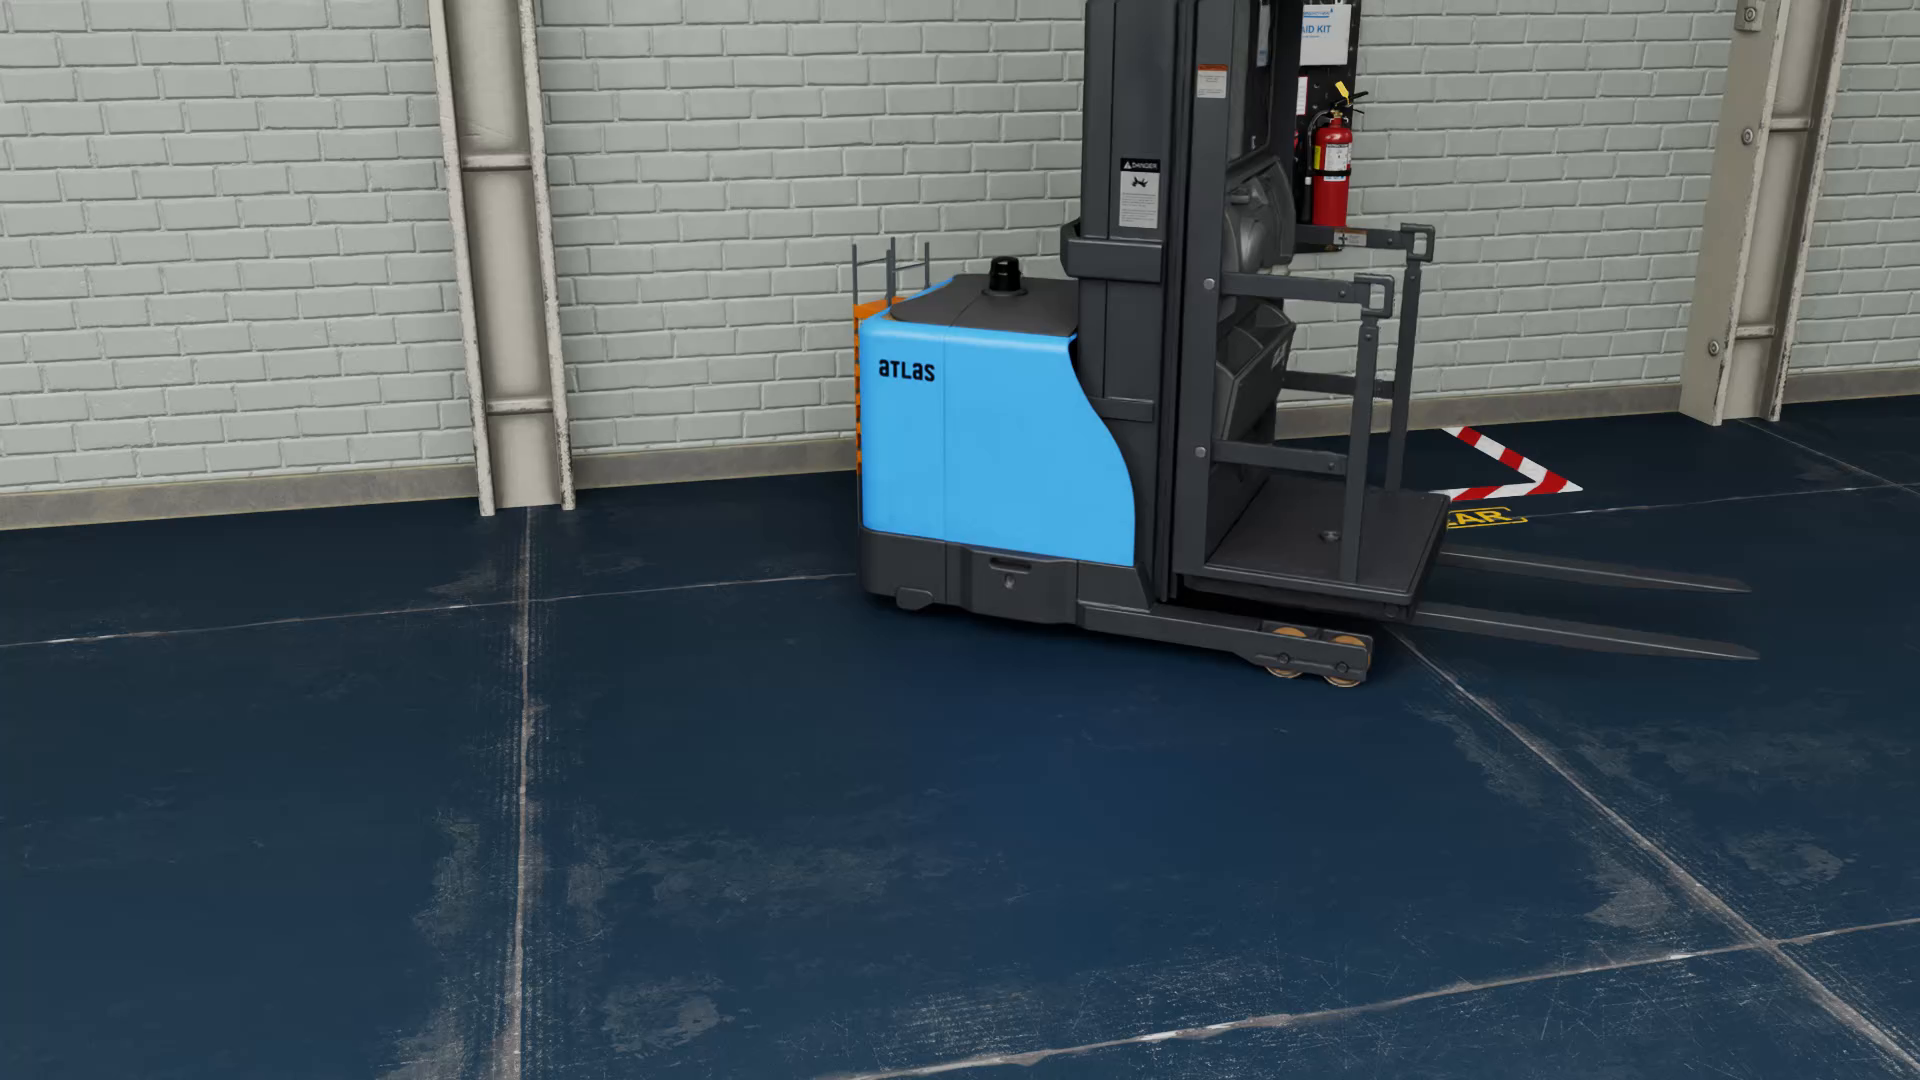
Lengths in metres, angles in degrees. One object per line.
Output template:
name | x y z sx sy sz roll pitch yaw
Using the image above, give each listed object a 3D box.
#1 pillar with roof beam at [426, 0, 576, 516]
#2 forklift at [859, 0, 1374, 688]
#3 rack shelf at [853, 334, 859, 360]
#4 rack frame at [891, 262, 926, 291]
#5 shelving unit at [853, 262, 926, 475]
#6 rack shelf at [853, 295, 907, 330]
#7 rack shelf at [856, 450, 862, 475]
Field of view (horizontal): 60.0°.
pillar with roof beam | -0.896 -2.954 1.795 0.400 9.000 9.100 -5 21 -12
forklift | 1.199 -1.097 5.548 3.031 2.935 1.130 8 22 21
rack shelf | -0.270 -0.777 6.623 0.180 0.103 0.258 17 26 38
rack frame | -0.202 -0.573 6.633 0.002 1.046 0.228 17 26 38
shelving unit | -0.269 -0.593 6.689 0.183 1.046 0.258 17 26 38
rack shelf | -0.270 -0.890 6.582 0.180 0.103 0.258 17 26 38
rack shelf | -0.270 -0.326 6.788 0.180 0.103 0.258 17 26 38
